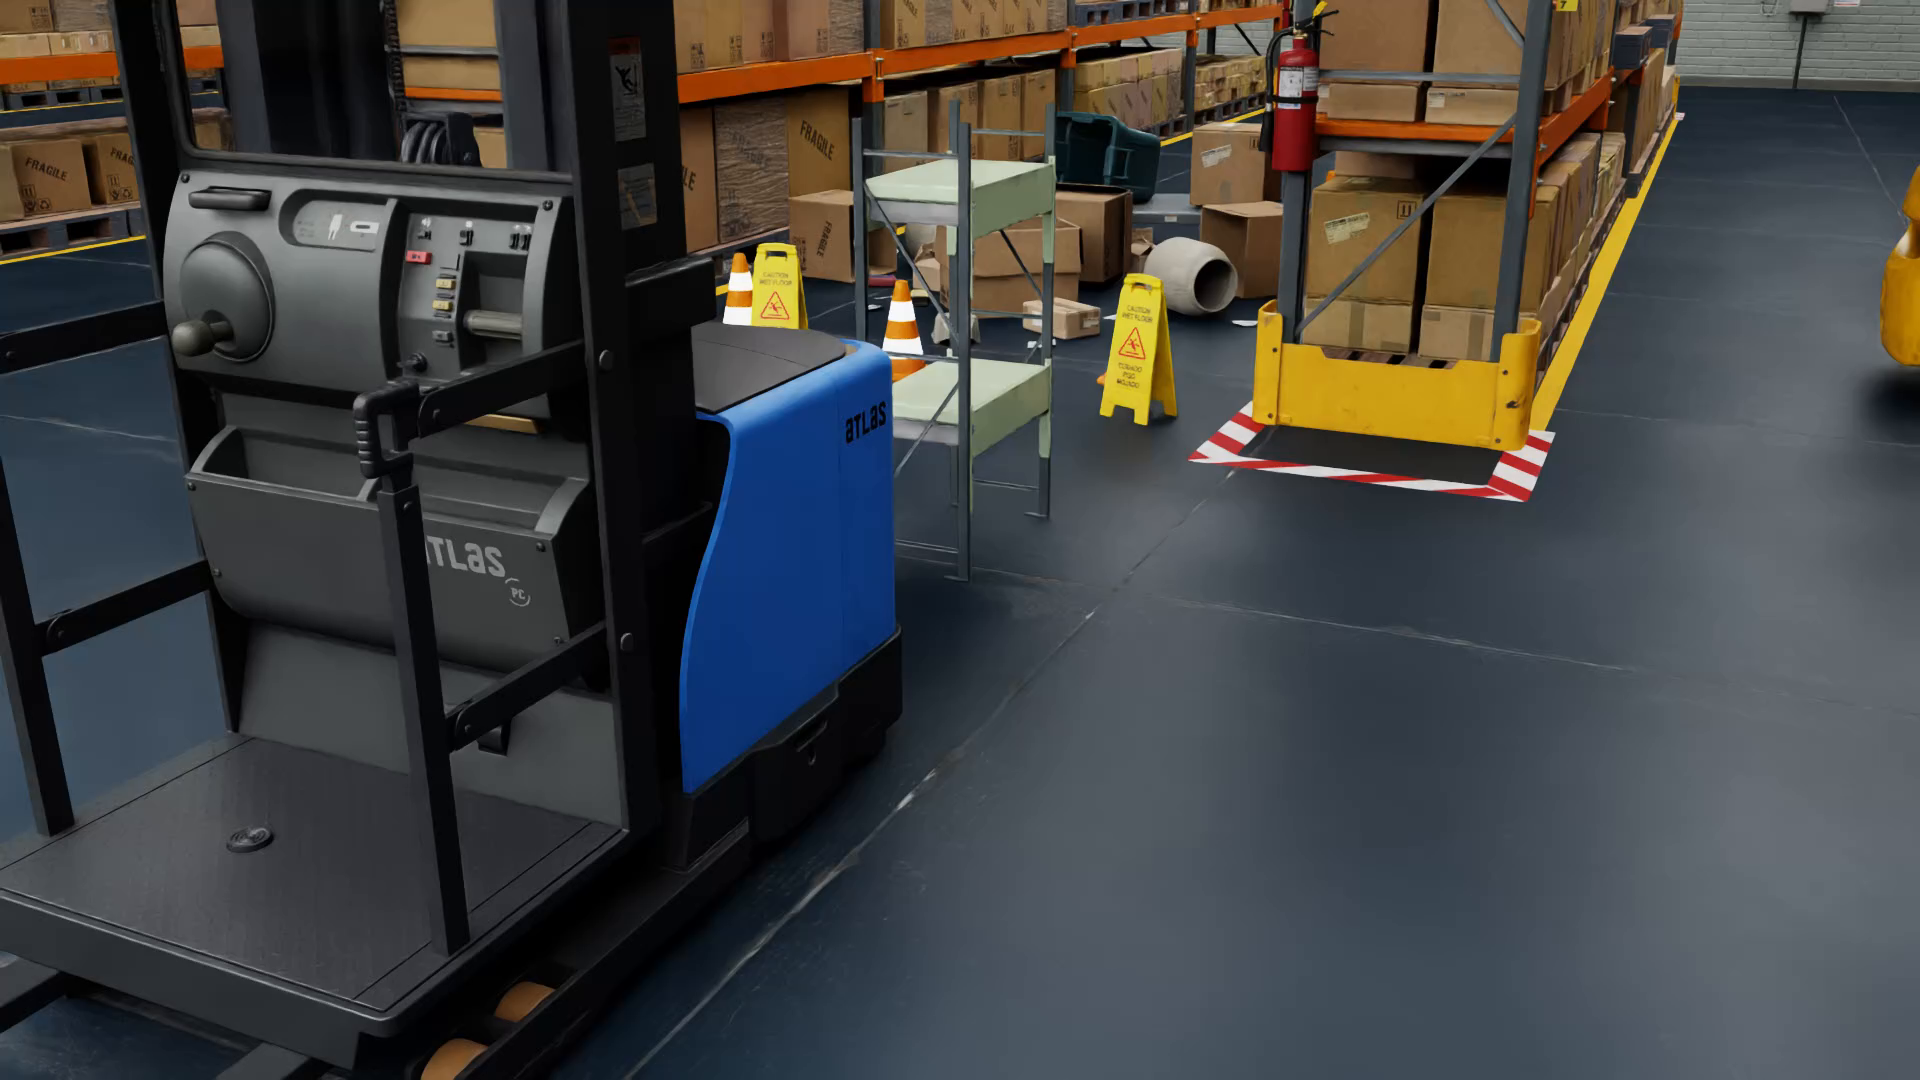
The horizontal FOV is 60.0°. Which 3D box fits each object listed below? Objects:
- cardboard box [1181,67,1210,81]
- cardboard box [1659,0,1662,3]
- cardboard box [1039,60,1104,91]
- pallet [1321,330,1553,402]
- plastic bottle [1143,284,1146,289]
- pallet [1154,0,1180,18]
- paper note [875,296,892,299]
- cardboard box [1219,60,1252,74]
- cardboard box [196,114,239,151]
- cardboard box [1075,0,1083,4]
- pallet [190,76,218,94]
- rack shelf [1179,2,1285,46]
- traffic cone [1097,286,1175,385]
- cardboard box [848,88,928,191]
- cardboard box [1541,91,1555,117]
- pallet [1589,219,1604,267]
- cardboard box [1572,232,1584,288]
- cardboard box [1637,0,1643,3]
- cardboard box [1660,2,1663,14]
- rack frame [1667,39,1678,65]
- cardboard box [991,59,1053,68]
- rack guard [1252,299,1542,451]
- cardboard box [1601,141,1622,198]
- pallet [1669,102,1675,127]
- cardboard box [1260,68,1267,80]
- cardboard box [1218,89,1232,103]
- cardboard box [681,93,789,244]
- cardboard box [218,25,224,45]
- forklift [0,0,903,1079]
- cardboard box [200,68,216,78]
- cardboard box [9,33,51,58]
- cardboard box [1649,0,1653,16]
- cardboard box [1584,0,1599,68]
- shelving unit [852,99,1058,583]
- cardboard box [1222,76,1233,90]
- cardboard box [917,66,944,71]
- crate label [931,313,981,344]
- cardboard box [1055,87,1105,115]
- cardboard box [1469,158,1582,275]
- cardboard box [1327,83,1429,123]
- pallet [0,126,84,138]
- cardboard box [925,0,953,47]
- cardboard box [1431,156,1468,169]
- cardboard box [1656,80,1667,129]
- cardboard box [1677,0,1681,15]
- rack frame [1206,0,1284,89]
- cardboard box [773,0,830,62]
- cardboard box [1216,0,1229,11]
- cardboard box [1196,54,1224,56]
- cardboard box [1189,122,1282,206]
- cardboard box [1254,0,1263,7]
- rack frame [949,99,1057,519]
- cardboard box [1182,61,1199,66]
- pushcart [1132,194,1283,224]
[{"bbox_3d":[2.778,-5.579,19.920,0.380,0.149,0.250,8,21,22],"label":"cardboard box"},{"bbox_3d":[6.003,-4.931,14.834,0.500,0.250,0.500,8,21,22],"label":"cardboard box"},{"bbox_3d":[1.088,-4.536,16.230,0.500,0.250,0.500,8,21,20],"label":"cardboard box"},{"bbox_3d":[2.262,-0.844,8.026,1.003,0.211,1.213,9,21,23],"label":"pallet"},{"bbox_3d":[1.265,-1.592,10.353,0.133,0.061,0.283,13,23,32],"label":"plastic bottle"},{"bbox_3d":[1.777,-5.903,18.378,1.003,0.211,1.213,9,21,23],"label":"pallet"},{"bbox_3d":[-0.459,-1.471,10.090,0.123,0.001,0.032,-14,24,-33],"label":"paper note"},{"bbox_3d":[3.507,-6.043,21.223,0.380,0.149,0.250,9,22,25],"label":"cardboard box"},{"bbox_3d":[-5.965,-3.200,13.595,0.500,0.500,0.500,17,26,40],"label":"cardboard box"},{"bbox_3d":[0.952,-5.173,15.786,0.380,0.149,0.250,8,21,22],"label":"cardboard box"},{"bbox_3d":[-11.596,-6.711,24.526,1.003,0.211,1.213,9,21,23],"label":"pallet"},{"bbox_3d":[3.042,-6.480,20.786,1.077,0.370,4.000,9,21,23],"label":"rack shelf"},{"bbox_3d":[0.865,-1.004,8.101,0.336,0.463,0.334,9,21,23],"label":"traffic cone"},{"bbox_3d":[-0.881,-3.102,12.945,1.050,0.750,0.750,8,21,22],"label":"cardboard box"},{"bbox_3d":[2.467,-1.997,7.482,0.380,0.149,0.250,8,21,21],"label":"cardboard box"},{"bbox_3d":[3.822,-2.038,11.384,1.003,0.211,1.213,9,21,23],"label":"pallet"},{"bbox_3d":[3.298,-1.634,9.564,0.500,0.250,0.500,8,21,21],"label":"cardboard box"},{"bbox_3d":[4.377,-3.905,11.253,0.500,0.500,0.500,8,21,22],"label":"cardboard box"},{"bbox_3d":[6.393,-5.009,15.802,0.500,0.250,0.500,8,21,21],"label":"cardboard box"},{"bbox_3d":[8.418,-6.782,20.562,1.000,3.000,0.127,9,21,23],"label":"rack frame"},{"bbox_3d":[0.626,-4.603,16.420,0.500,0.250,0.500,8,21,21],"label":"cardboard box"},{"bbox_3d":[1.897,-0.736,7.293,1.175,0.500,0.348,9,21,23],"label":"rack guard"},{"bbox_3d":[4.607,-2.898,12.936,0.950,0.372,0.625,8,21,22],"label":"cardboard box"},{"bbox_3d":[8.162,-5.213,20.311,1.003,0.211,1.213,9,21,23],"label":"pallet"},{"bbox_3d":[3.905,-6.224,22.178,0.380,0.149,0.250,8,21,21],"label":"cardboard box"},{"bbox_3d":[3.159,-5.531,20.674,0.380,0.149,0.250,8,21,21],"label":"cardboard box"},{"bbox_3d":[-1.740,-2.500,11.065,0.875,0.875,0.875,9,21,23],"label":"cardboard box"},{"bbox_3d":[-5.848,-3.955,12.989,0.380,0.149,0.250,9,21,23],"label":"cardboard box"},{"bbox_3d":[-1.226,-0.481,2.948,1.130,2.935,3.031,9,21,23],"label":"forklift"},{"bbox_3d":[-11.238,-7.119,24.583,0.500,0.500,0.500,8,21,22],"label":"cardboard box"},{"bbox_3d":[-6.521,-3.414,11.467,0.380,0.149,0.250,9,21,23],"label":"cardboard box"},{"bbox_3d":[5.116,-4.108,12.792,0.380,0.149,0.250,8,21,22],"label":"cardboard box"},{"bbox_3d":[2.931,-2.656,8.367,0.500,0.500,0.500,8,21,22],"label":"cardboard box"},{"bbox_3d":[-0.003,-0.705,5.712,0.431,1.500,0.755,9,21,23],"label":"shelving unit"},{"bbox_3d":[3.160,-5.670,20.618,0.380,0.149,0.250,8,21,22],"label":"cardboard box"},{"bbox_3d":[-0.812,-7.132,24.090,0.875,0.875,0.875,9,21,23],"label":"cardboard box"},{"bbox_3d":[-0.021,-1.148,8.991,0.250,0.136,0.298,-2,20,-5],"label":"crate label"},{"bbox_3d":[1.107,-4.186,16.366,0.500,0.500,0.500,8,21,20],"label":"cardboard box"},{"bbox_3d":[2.881,-1.675,8.560,0.500,0.500,0.500,9,21,24],"label":"cardboard box"},{"bbox_3d":[1.824,-1.916,7.255,0.380,0.149,0.250,9,22,25],"label":"cardboard box"},{"bbox_3d":[-9.769,-4.084,17.138,1.003,0.211,1.213,9,21,23],"label":"pallet"},{"bbox_3d":[-0.386,-4.087,12.835,0.500,0.500,0.500,9,21,23],"label":"cardboard box"},{"bbox_3d":[2.380,-1.740,8.743,0.500,0.500,0.500,8,21,21],"label":"cardboard box"},{"bbox_3d":[7.135,-4.727,17.981,0.875,0.438,0.875,8,21,22],"label":"cardboard box"},{"bbox_3d":[7.841,-6.175,18.708,0.500,0.500,0.500,9,22,24],"label":"cardboard box"},{"bbox_3d":[3.861,-7.430,22.385,1.000,3.000,0.127,9,21,23],"label":"rack frame"},{"bbox_3d":[-1.398,-3.547,11.241,0.875,0.550,0.550,9,21,23],"label":"cardboard box"},{"bbox_3d":[3.016,-6.459,20.029,0.380,0.149,0.250,9,21,24],"label":"cardboard box"},{"bbox_3d":[3.336,-6.451,22.373,0.380,0.149,0.250,8,21,20],"label":"cardboard box"},{"bbox_3d":[1.868,-2.528,11.200,0.500,0.500,0.500,9,21,23],"label":"cardboard box"},{"bbox_3d":[3.677,-6.942,21.388,0.380,0.149,0.250,9,22,24],"label":"cardboard box"},{"bbox_3d":[0.147,-0.816,6.026,0.400,1.500,0.023,9,21,23],"label":"rack frame"},{"bbox_3d":[2.800,-5.956,20.981,0.380,0.149,0.250,9,21,23],"label":"cardboard box"},{"bbox_3d":[1.404,-2.175,11.523,1.648,0.377,0.936,1,20,4],"label":"pushcart"}]
